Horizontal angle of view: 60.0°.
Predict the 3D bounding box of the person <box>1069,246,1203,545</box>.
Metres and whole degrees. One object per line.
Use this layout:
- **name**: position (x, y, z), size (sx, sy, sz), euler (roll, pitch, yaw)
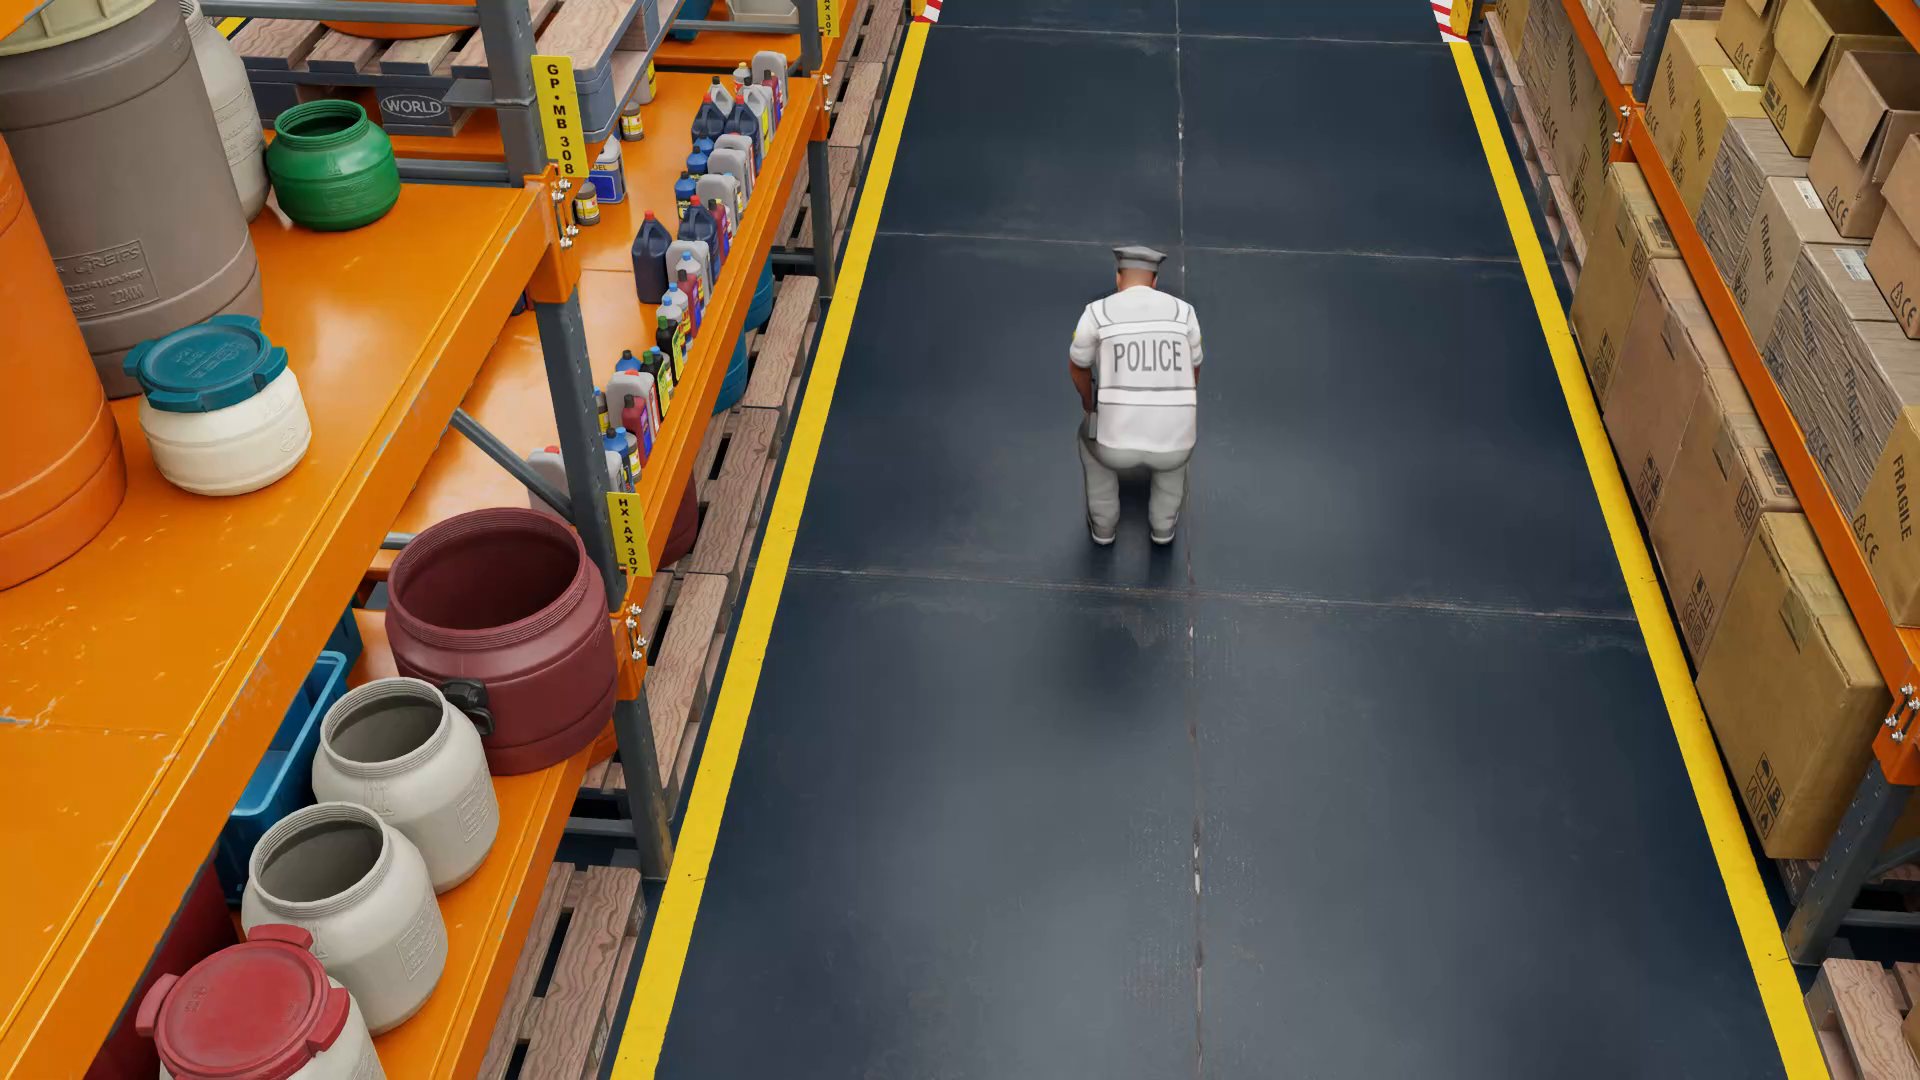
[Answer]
- **person**: position (0.757, -0.595, 7.268), size (0.581, 1.241, 0.882), euler (3, 40, 4)
